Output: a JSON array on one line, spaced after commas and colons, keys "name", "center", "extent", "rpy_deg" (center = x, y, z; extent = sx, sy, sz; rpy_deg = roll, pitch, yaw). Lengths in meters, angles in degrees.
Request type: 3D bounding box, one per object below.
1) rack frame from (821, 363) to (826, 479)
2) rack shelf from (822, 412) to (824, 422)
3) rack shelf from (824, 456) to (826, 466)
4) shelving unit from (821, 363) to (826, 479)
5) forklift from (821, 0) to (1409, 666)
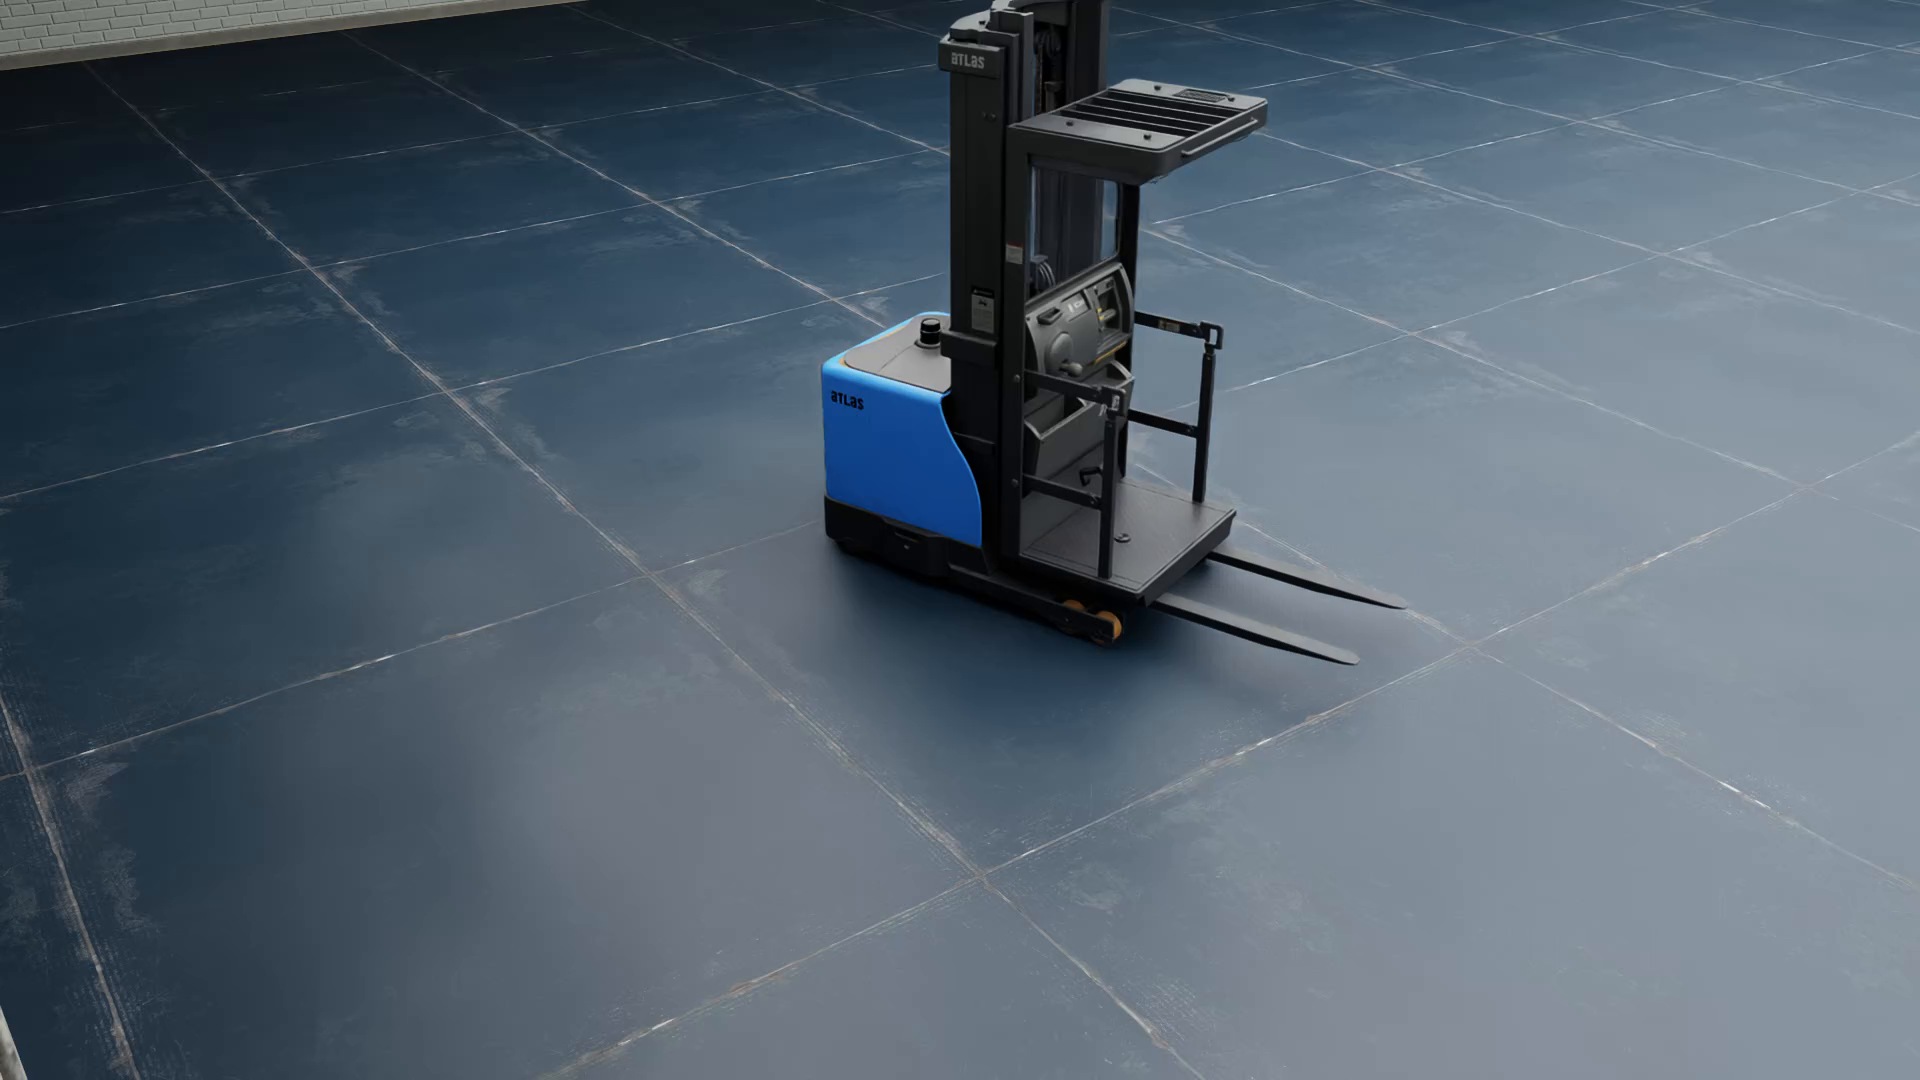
[{"name": "rack frame", "center": [-0.690, -0.609, 9.366], "extent": [0.006, 0.900, 0.240], "rpy_deg": [18, 33, 30]}, {"name": "rack shelf", "center": [-0.606, -0.710, 9.246], "extent": [0.200, 0.077, 0.258], "rpy_deg": [18, 33, 30]}, {"name": "rack shelf", "center": [-0.606, -0.473, 9.375], "extent": [0.200, 0.077, 0.258], "rpy_deg": [18, 33, 30]}, {"name": "shelving unit", "center": [-0.606, -0.581, 9.316], "extent": [0.210, 0.900, 0.258], "rpy_deg": [18, 33, 30]}, {"name": "forklift", "center": [0.766, -1.057, 8.063], "extent": [3.031, 2.935, 1.130], "rpy_deg": [18, 33, 30]}]
